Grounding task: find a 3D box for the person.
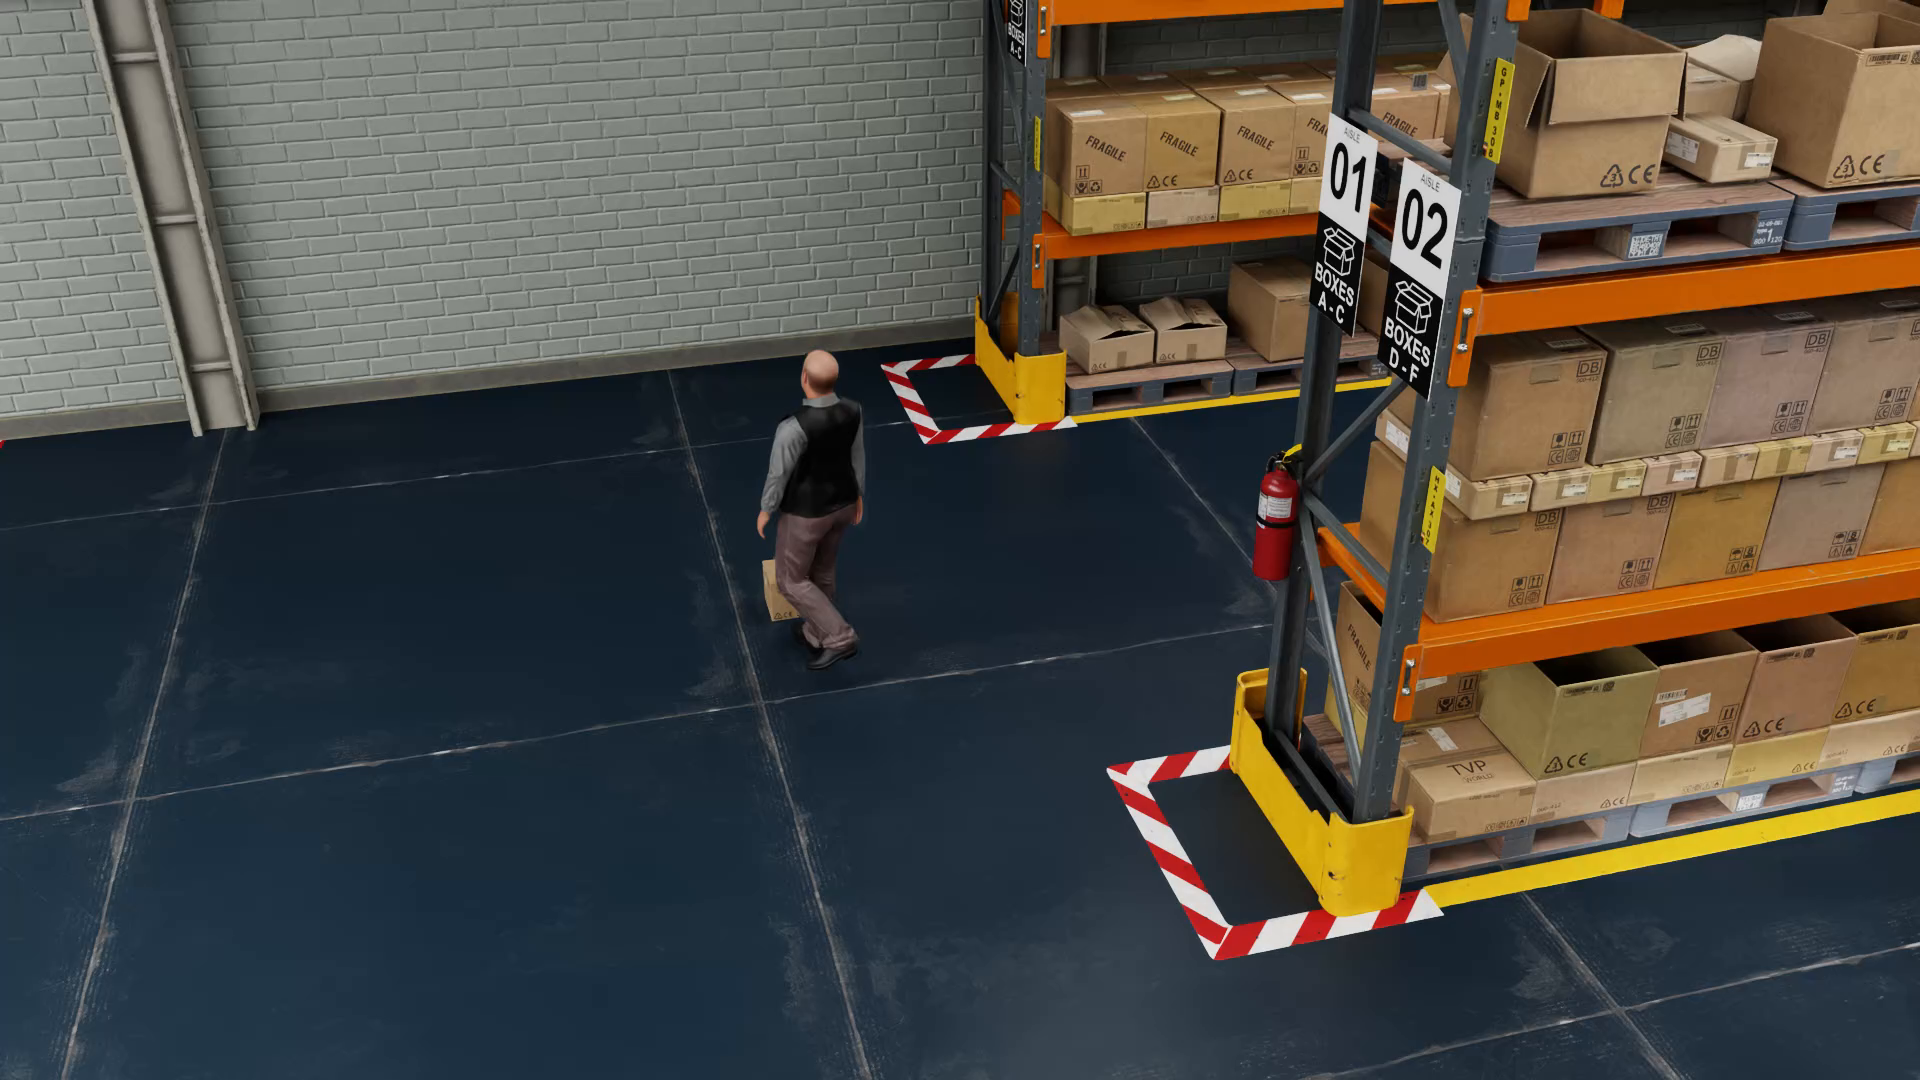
[{"bbox_3d":[-0.707,-0.143,8.494,0.584,1.714,0.567,24,38,35],"label":"person"}]
